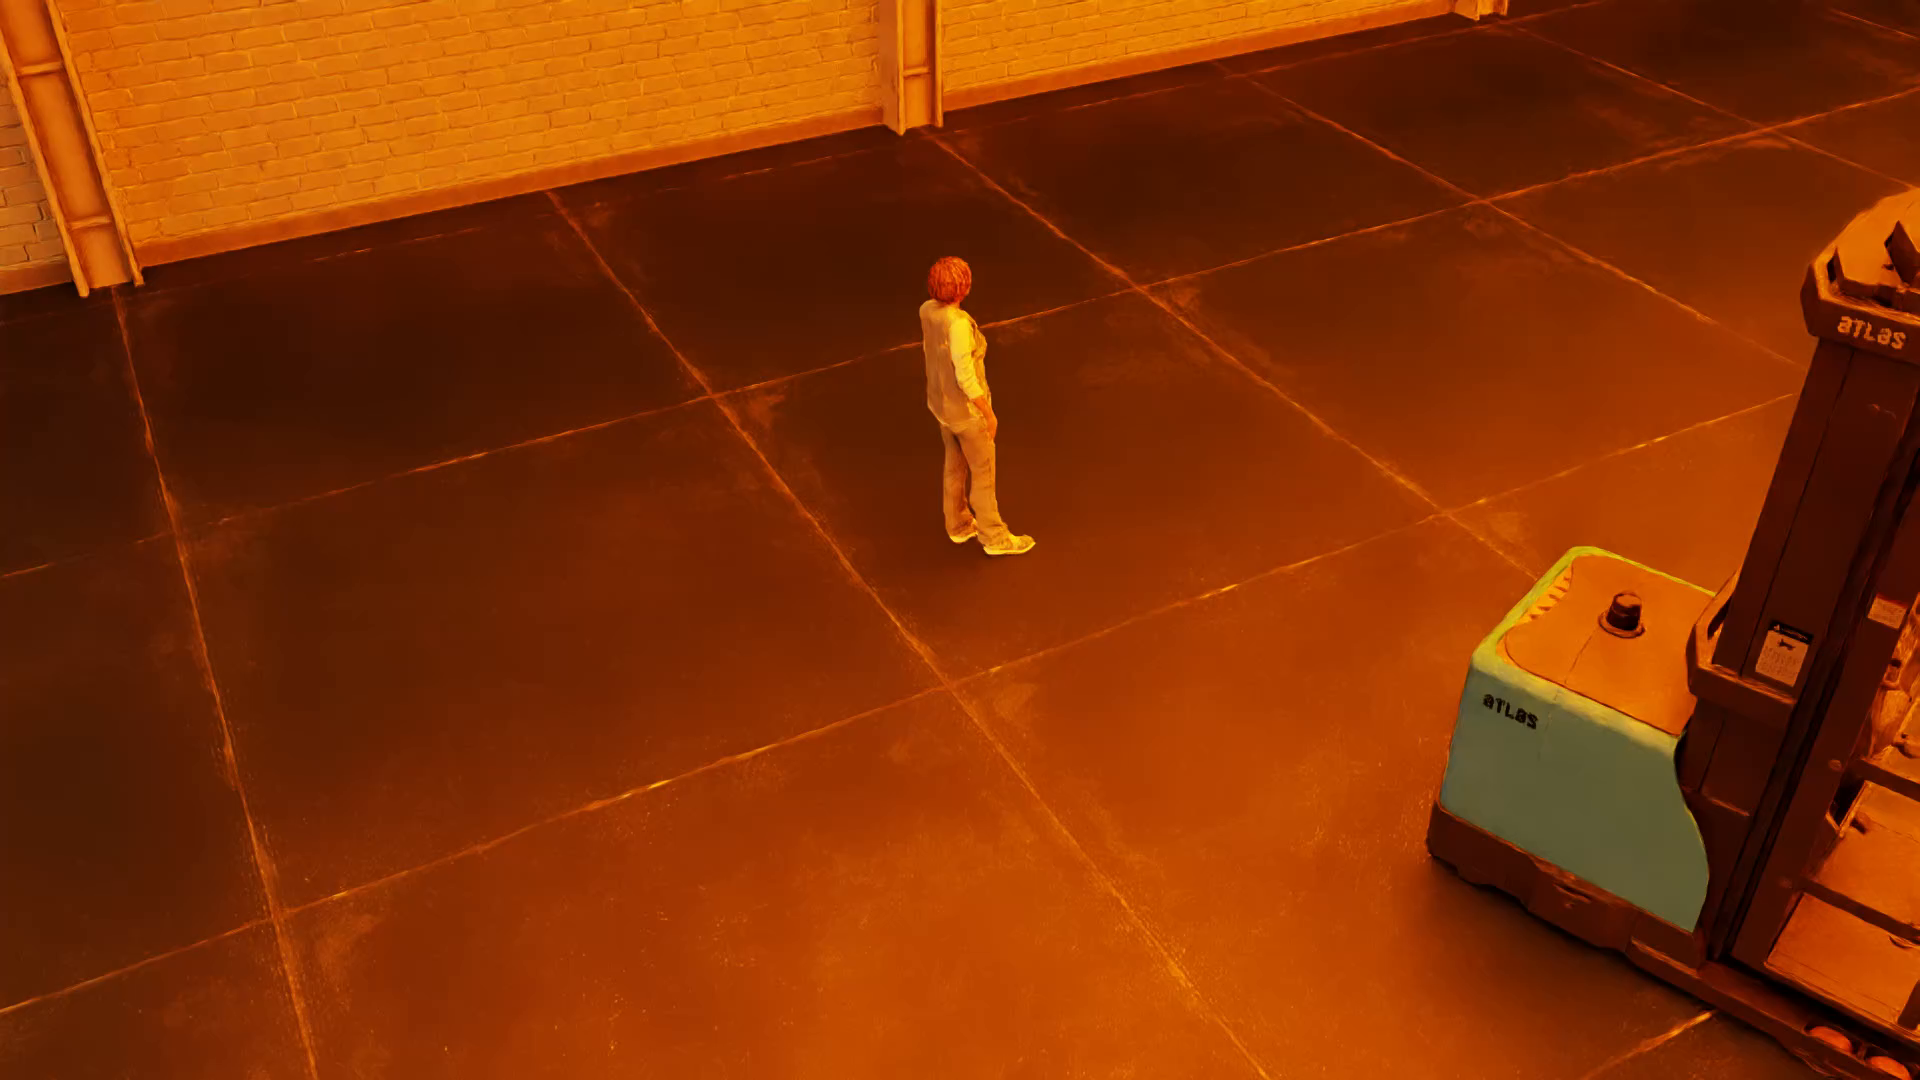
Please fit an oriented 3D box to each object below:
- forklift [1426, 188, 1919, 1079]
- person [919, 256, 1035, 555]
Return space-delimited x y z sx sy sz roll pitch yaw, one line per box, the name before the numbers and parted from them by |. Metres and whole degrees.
forklift | 3.356 0.440 5.500 3.031 2.935 1.130 26 43 32
person | 0.072 -0.671 8.216 0.474 1.597 0.521 -17 39 -23
